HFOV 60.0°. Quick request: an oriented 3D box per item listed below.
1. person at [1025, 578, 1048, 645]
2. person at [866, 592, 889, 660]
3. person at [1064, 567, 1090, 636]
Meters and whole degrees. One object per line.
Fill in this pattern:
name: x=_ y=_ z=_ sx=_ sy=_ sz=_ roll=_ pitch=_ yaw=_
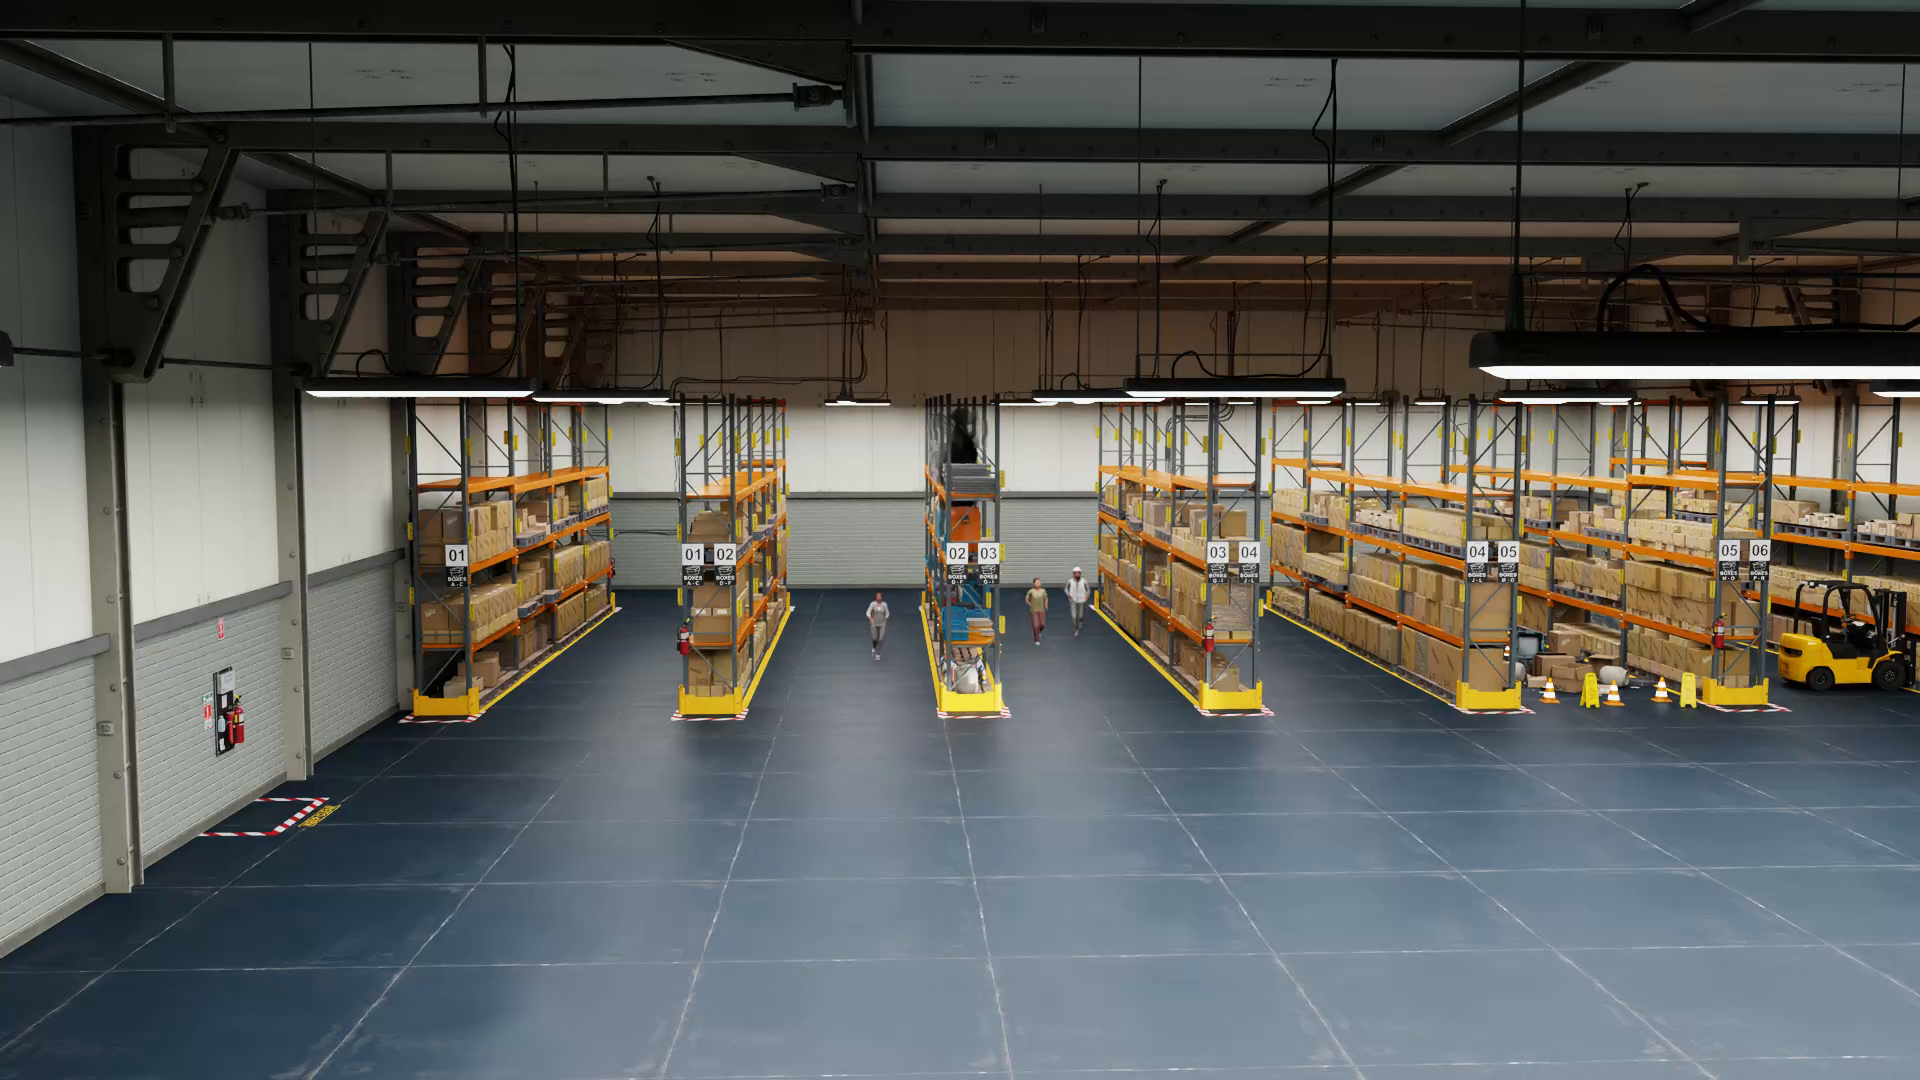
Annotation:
person: x=1.876 y=1.733 z=40.315 sx=0.580 sy=1.629 sz=0.553 roll=-1 pitch=5 yaw=-9
person: x=-1.861 y=1.953 z=37.872 sx=0.516 sy=1.554 sz=0.529 roll=-1 pitch=5 yaw=-9
person: x=2.965 y=1.550 z=42.041 sx=0.661 sy=1.730 sz=0.585 roll=0 pitch=5 yaw=4
